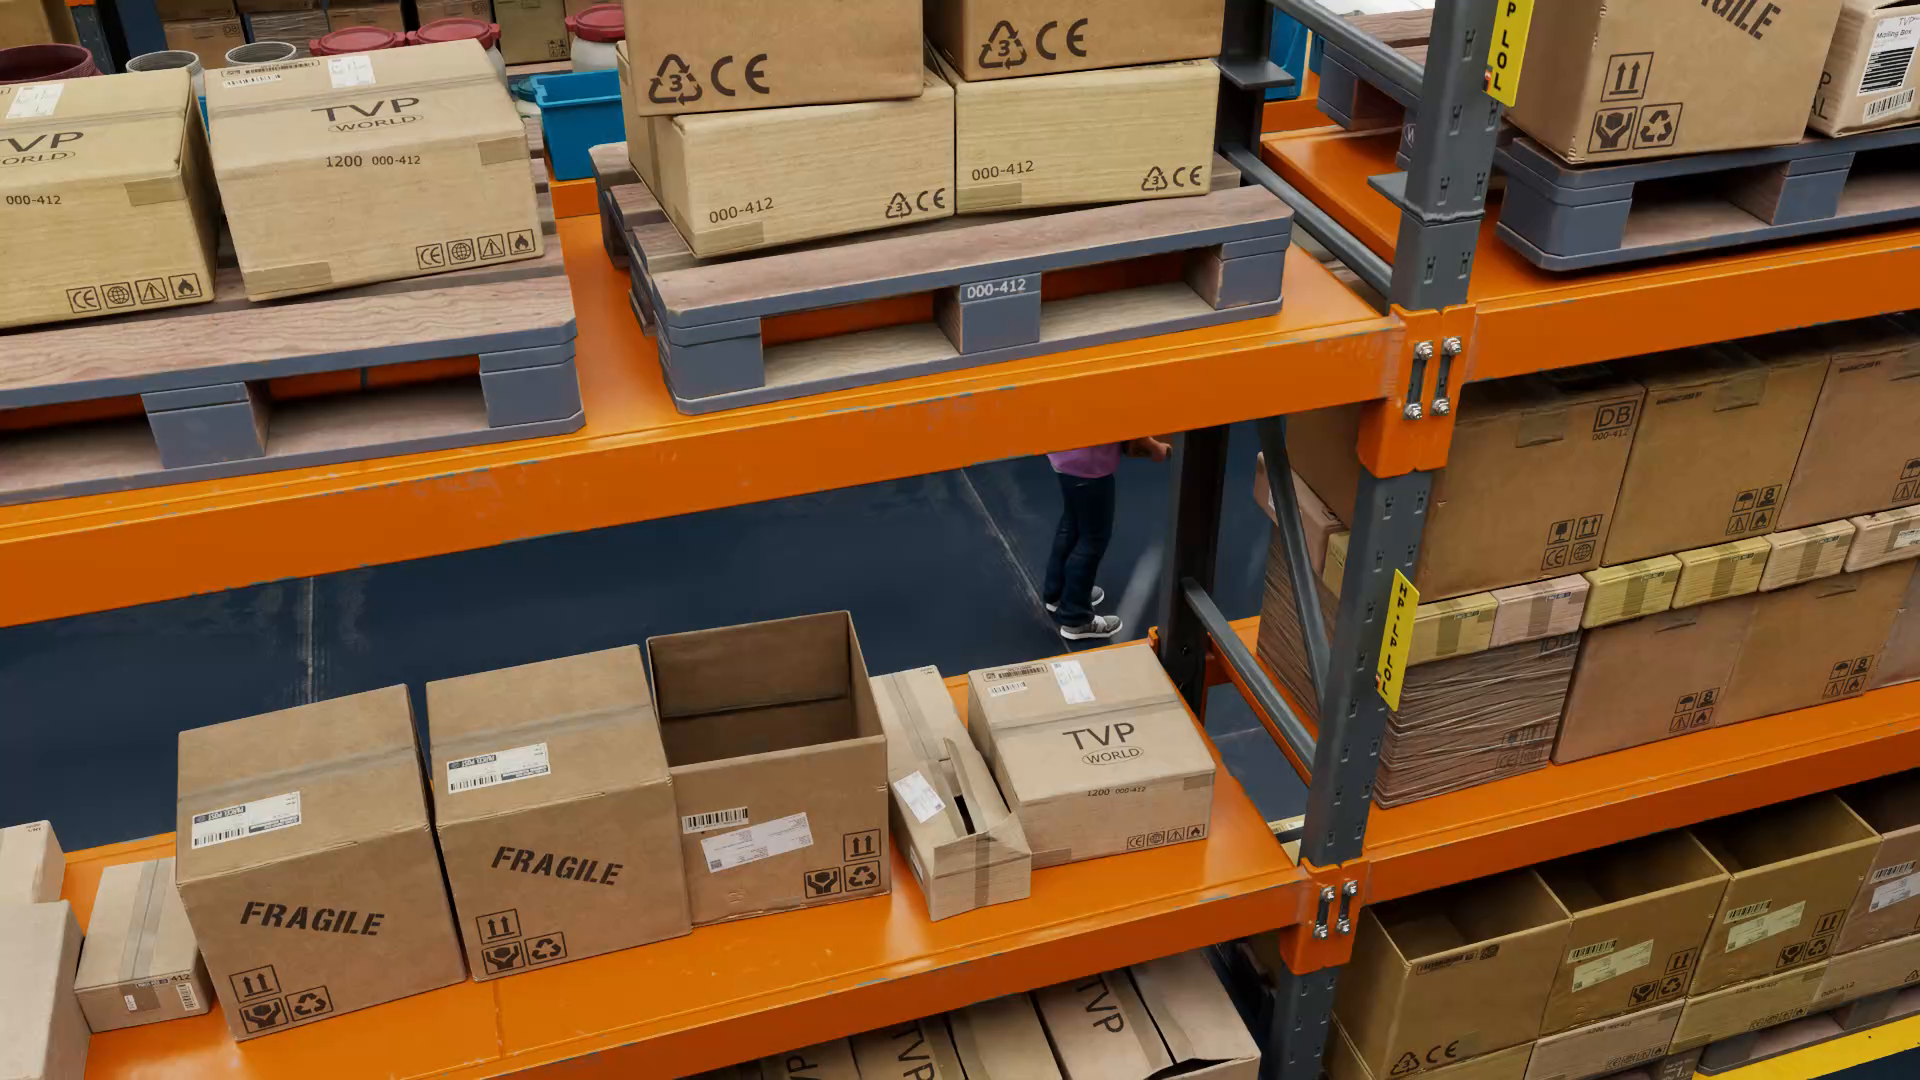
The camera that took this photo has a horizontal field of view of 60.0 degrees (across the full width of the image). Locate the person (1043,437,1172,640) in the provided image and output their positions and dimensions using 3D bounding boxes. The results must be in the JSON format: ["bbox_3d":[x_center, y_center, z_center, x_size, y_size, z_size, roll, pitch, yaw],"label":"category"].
[{"bbox_3d":[0.577,-0.335,6.645,0.491,1.597,0.402,-10,36,-14],"label":"person"}]
